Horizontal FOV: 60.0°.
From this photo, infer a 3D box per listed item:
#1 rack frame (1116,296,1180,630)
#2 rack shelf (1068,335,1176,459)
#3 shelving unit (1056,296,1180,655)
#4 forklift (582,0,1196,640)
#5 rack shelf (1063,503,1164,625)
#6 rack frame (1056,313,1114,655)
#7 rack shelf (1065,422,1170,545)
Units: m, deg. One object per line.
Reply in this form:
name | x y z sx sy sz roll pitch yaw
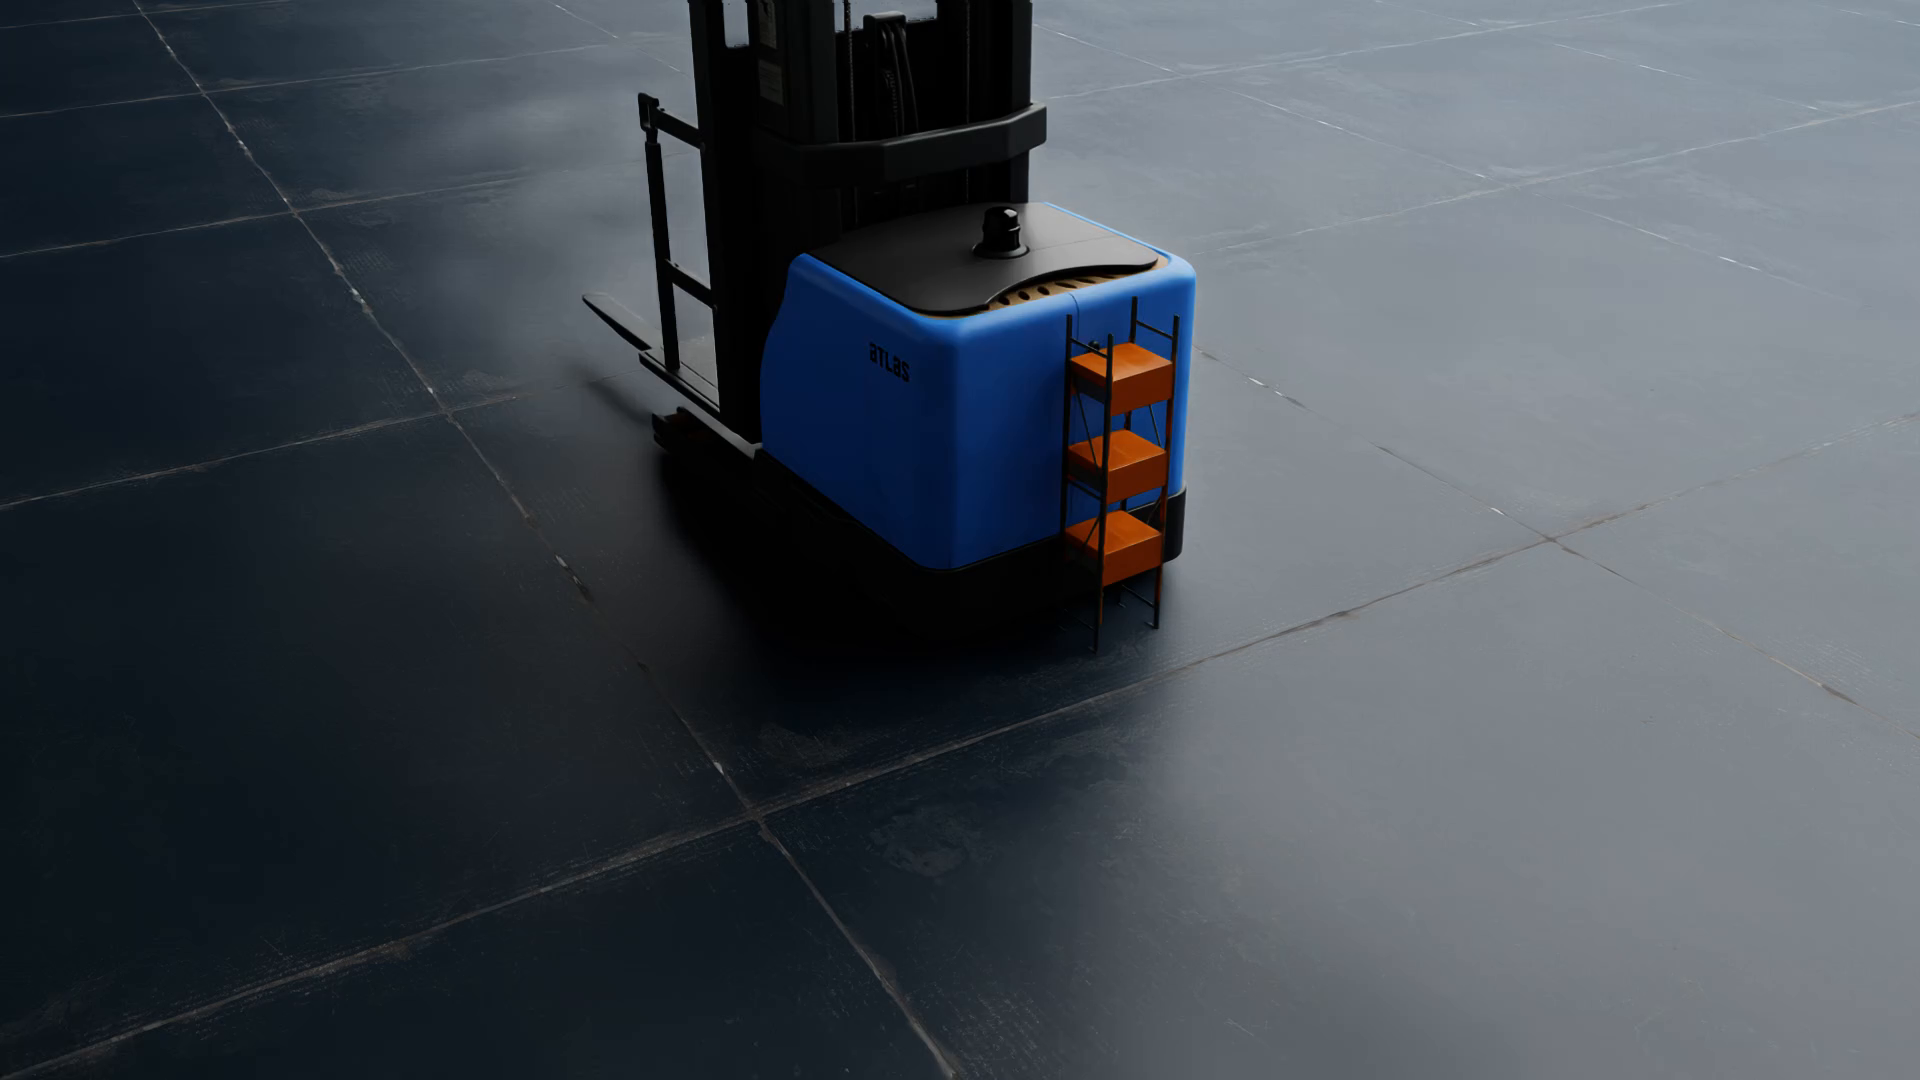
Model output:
rack frame | 0.565 -0.216 5.054 0.008 1.050 0.200 -19 34 -30
rack shelf | 0.465 -0.421 4.860 0.240 0.259 0.215 -19 34 -30
shelving unit | 0.465 -0.182 4.992 0.252 1.050 0.215 -19 34 -30
forklift | -0.508 -1.641 5.689 1.130 2.935 3.031 -18 34 -30
rack shelf | 0.465 0.071 5.132 0.240 0.259 0.215 -19 34 -30
rack frame | 0.366 -0.147 4.931 0.008 1.050 0.200 -19 34 -30
rack shelf | 0.465 -0.172 4.997 0.240 0.259 0.215 -19 34 -30
